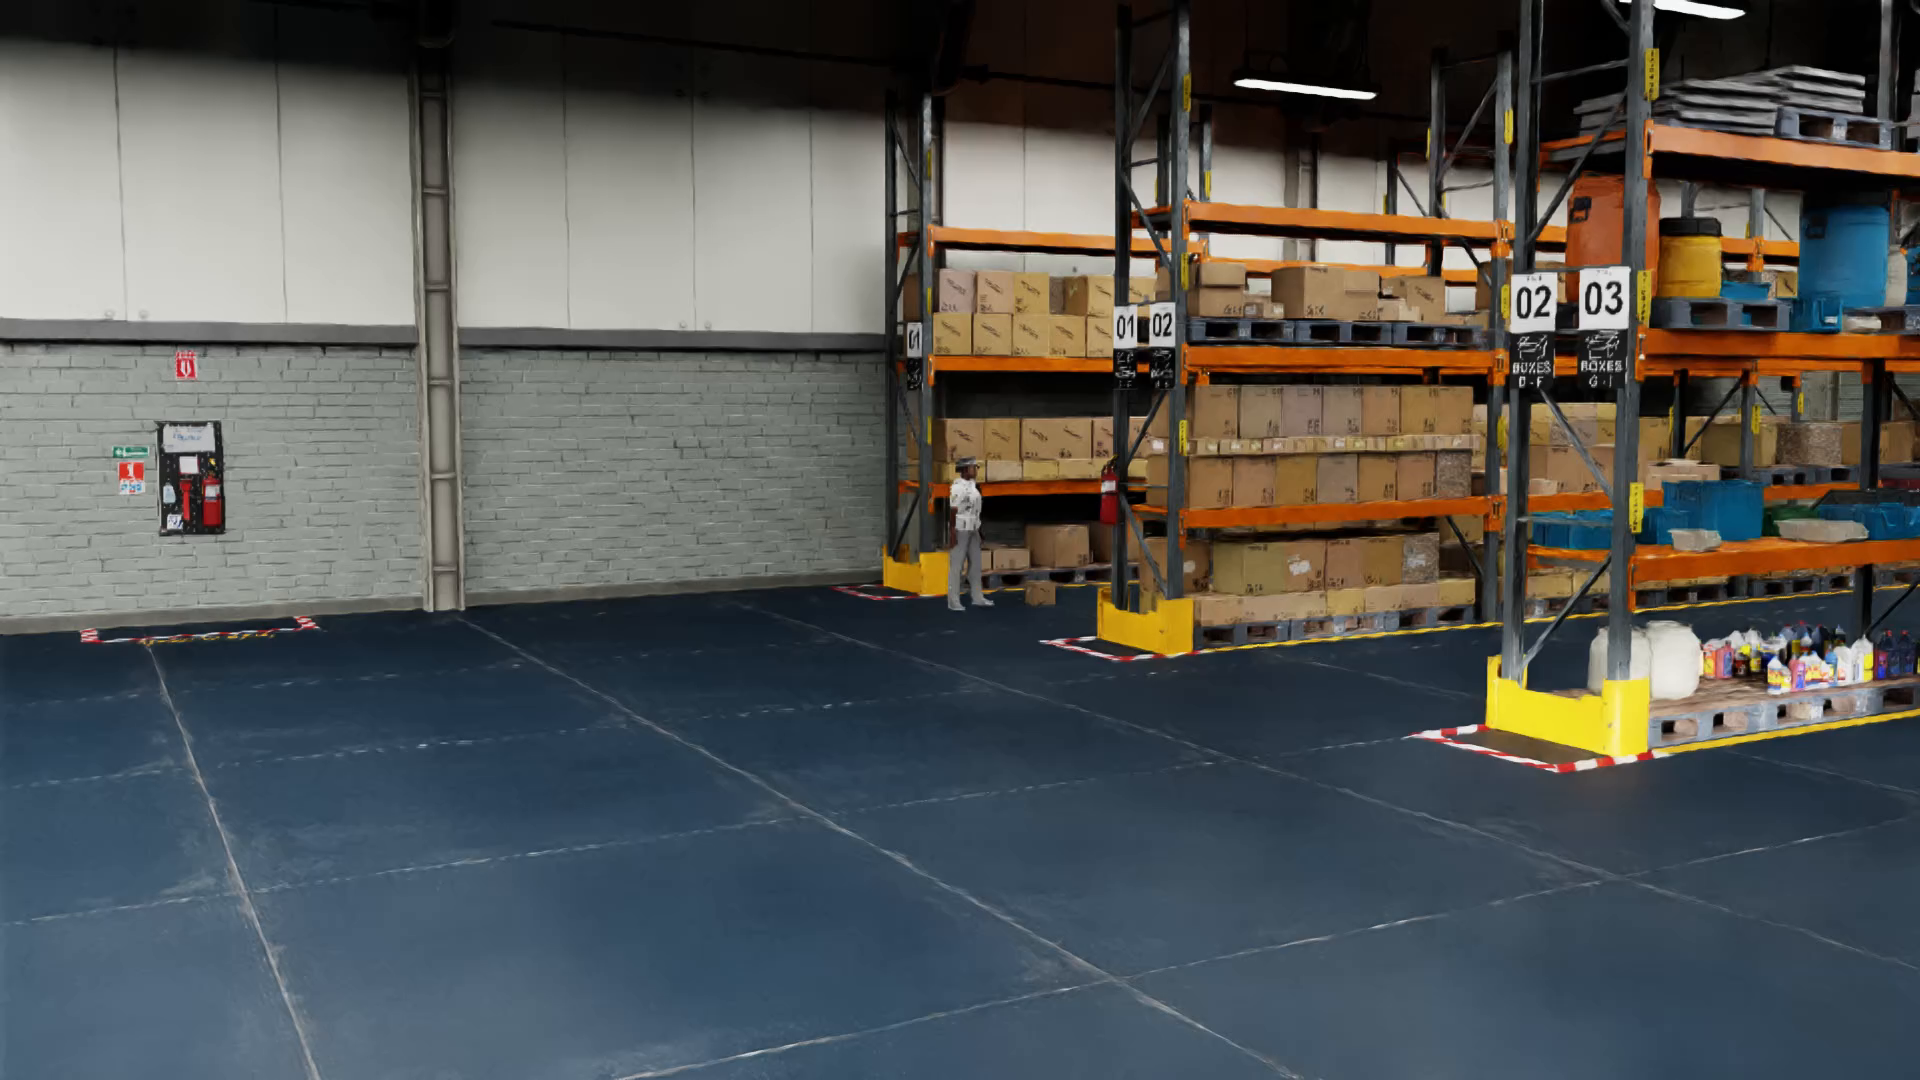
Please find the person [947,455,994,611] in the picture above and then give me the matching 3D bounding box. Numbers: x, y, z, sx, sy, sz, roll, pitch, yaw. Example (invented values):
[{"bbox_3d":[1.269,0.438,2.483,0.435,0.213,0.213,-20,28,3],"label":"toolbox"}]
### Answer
[{"bbox_3d":[0.099,-0.082,18.116,0.484,1.685,0.508,3,6,30],"label":"person"}]
